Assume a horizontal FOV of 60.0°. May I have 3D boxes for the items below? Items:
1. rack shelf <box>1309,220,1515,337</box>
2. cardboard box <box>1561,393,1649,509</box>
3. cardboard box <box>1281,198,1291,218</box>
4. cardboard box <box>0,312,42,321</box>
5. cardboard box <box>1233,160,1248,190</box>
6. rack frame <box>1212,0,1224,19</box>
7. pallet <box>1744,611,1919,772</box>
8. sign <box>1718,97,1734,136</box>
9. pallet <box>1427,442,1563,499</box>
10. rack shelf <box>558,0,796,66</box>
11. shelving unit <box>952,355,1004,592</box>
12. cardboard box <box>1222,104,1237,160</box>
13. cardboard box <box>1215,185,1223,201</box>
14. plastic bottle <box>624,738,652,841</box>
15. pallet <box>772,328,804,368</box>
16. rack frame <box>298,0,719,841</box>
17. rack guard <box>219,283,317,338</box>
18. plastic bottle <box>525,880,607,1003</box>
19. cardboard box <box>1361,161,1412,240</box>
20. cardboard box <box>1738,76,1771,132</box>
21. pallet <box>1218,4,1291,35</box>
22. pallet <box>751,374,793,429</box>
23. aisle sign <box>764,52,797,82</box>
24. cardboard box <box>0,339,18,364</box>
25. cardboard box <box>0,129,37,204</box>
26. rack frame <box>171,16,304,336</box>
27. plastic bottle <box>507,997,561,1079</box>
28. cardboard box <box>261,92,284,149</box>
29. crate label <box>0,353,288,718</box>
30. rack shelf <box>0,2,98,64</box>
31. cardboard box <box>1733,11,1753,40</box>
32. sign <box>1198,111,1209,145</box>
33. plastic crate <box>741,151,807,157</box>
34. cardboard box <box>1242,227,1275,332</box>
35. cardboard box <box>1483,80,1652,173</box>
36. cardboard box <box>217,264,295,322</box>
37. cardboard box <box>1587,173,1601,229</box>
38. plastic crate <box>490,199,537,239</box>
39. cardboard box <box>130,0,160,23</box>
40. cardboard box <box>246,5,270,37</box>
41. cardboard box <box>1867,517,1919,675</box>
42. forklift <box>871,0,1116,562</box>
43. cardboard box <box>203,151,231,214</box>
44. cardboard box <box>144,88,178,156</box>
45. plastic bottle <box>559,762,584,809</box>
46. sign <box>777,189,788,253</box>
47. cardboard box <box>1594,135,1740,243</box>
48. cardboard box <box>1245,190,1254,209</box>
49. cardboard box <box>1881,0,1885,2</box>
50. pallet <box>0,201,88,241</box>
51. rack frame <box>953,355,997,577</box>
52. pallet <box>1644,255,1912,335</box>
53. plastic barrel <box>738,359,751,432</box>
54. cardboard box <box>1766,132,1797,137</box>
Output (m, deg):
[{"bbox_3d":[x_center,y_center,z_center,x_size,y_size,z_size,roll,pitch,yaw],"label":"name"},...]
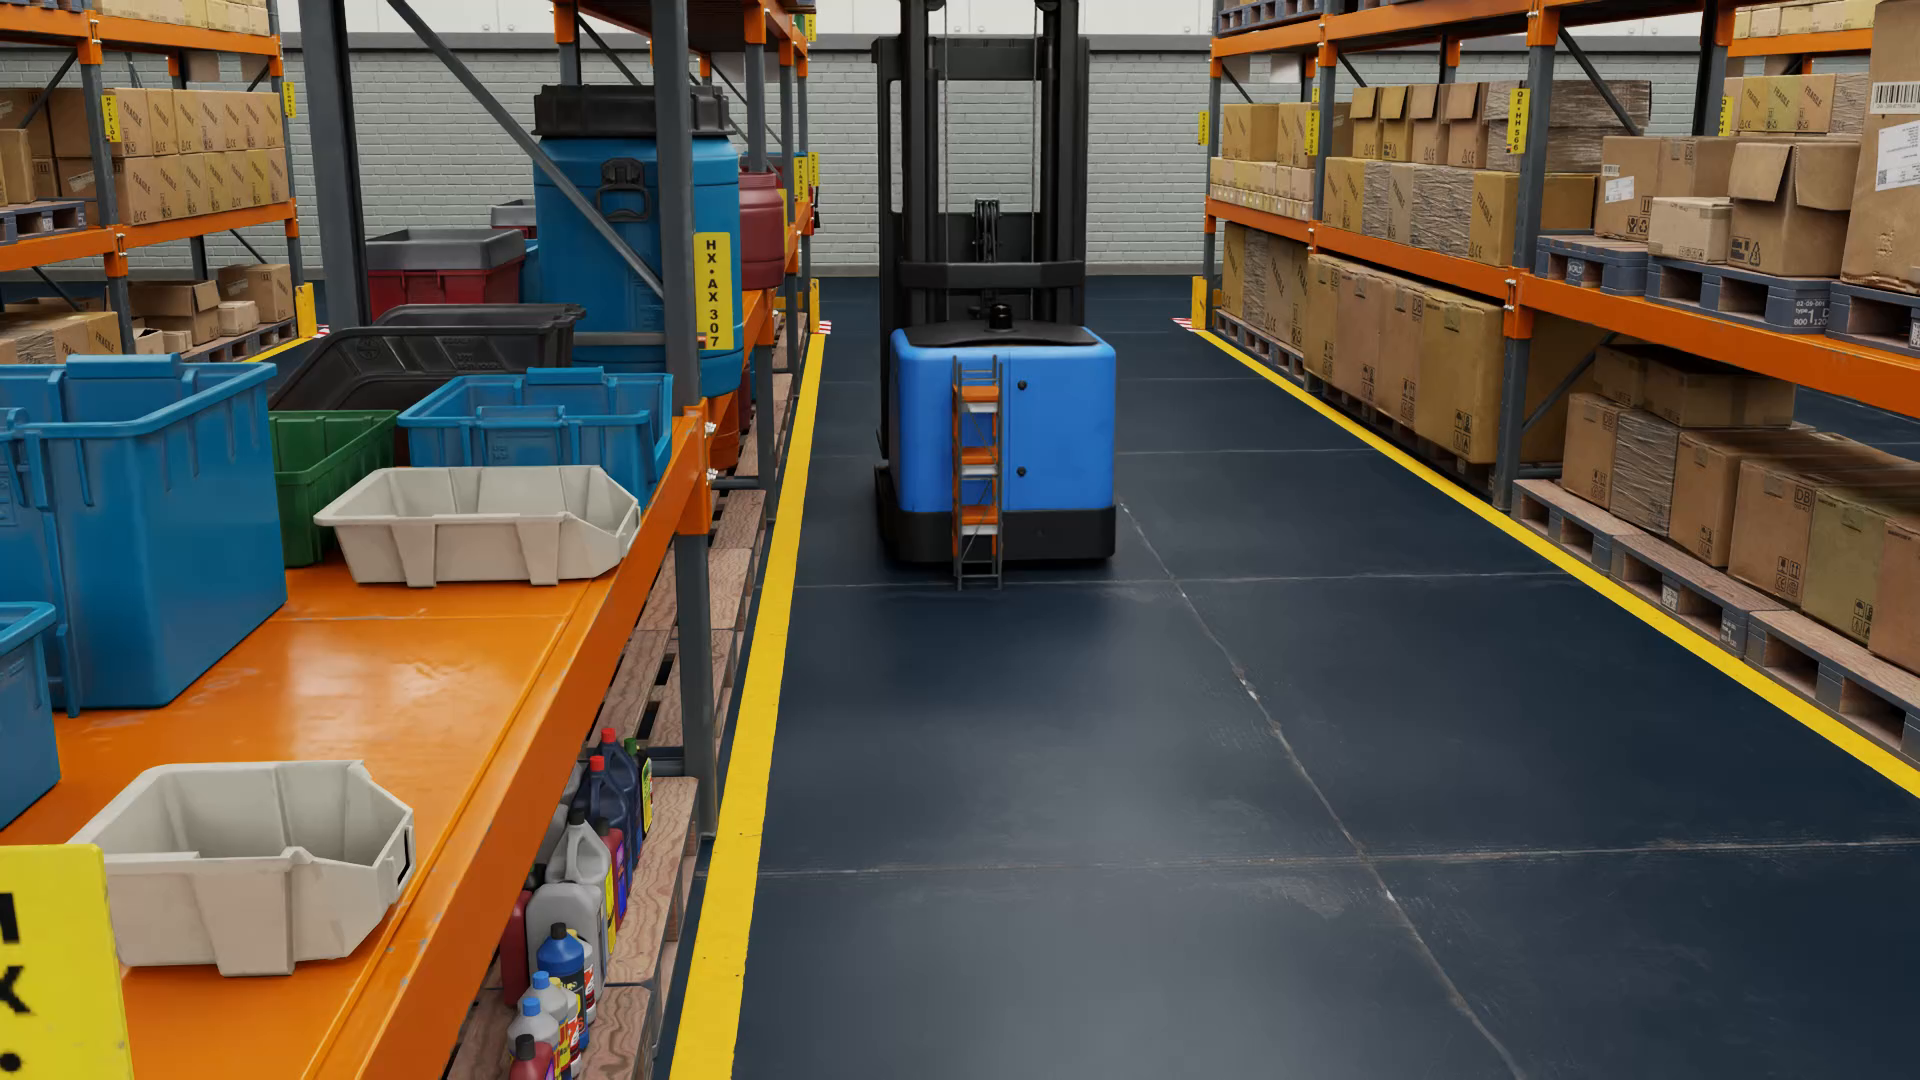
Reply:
[{"bbox_3d":[3.333,-1.776,10.853,1.077,0.370,4.000,-1,14,-3],"label":"rack shelf"},{"bbox_3d":[3.518,-0.463,8.441,0.700,0.500,0.500,-2,15,-6],"label":"cardboard box"},{"bbox_3d":[2.831,-2.699,13.500,0.380,0.149,0.250,-1,14,-4],"label":"cardboard box"},{"bbox_3d":[-6.892,-1.348,11.881,0.500,0.500,0.500,-2,15,-6],"label":"cardboard box"},{"bbox_3d":[2.787,-3.310,15.077,0.500,0.250,0.500,-1,14,-5],"label":"cardboard box"},{"bbox_3d":[2.961,-6.522,15.816,1.000,3.000,0.127,-1,14,-3],"label":"rack frame"},{"bbox_3d":[3.655,0.525,6.064,1.003,0.211,1.213,-1,14,-3],"label":"pallet"},{"bbox_3d":[3.998,-2.160,8.738,0.100,0.325,0.005,-1,14,-3],"label":"sign"},{"bbox_3d":[3.483,-0.474,9.945,1.003,0.211,1.213,-1,14,-3],"label":"pallet"},{"bbox_3d":[-1.611,-3.152,10.182,1.077,0.370,4.000,-1,14,-3],"label":"rack shelf"},{"bbox_3d":[0.079,-0.305,7.606,0.215,1.050,0.252,-1,14,-5],"label":"shelving unit"},{"bbox_3d":[2.752,-3.803,15.488,0.500,0.500,0.500,-1,14,-5],"label":"cardboard box"},{"bbox_3d":[2.671,-3.338,15.984,0.380,0.149,0.250,-1,14,-4],"label":"cardboard box"},{"bbox_3d":[-0.880,0.661,4.505,0.061,0.283,0.133,0,14,-1],"label":"plastic bottle"},{"bbox_3d":[-1.898,-1.681,14.638,1.003,0.211,1.213,-1,14,-3],"label":"pallet"},{"bbox_3d":[-1.239,-0.556,4.667,1.000,3.000,0.127,-1,14,-3],"label":"rack frame"},{"bbox_3d":[-6.922,-2.235,16.211,1.175,0.500,0.348,-1,14,-3],"label":"rack guard"},{"bbox_3d":[-0.874,0.874,3.691,0.152,0.276,0.135,-1,14,-2],"label":"plastic bottle"},{"bbox_3d":[3.050,-2.303,11.255,0.500,0.500,0.500,-1,14,-5],"label":"cardboard box"},{"bbox_3d":[7.718,-4.104,15.652,0.500,0.500,0.500,0,14,-2],"label":"cardboard box"},{"bbox_3d":[3.017,-4.842,15.484,1.003,0.211,1.213,-1,14,-3],"label":"pallet"},{"bbox_3d":[-1.729,-1.002,11.999,1.003,0.211,1.213,-1,14,-3],"label":"pallet"},{"bbox_3d":[-1.695,-4.822,16.029,0.394,0.787,0.004,-1,14,-3],"label":"aisle sign"},{"bbox_3d":[-6.276,-0.980,10.449,0.500,0.500,0.500,-1,14,-5],"label":"cardboard box"},{"bbox_3d":[-6.873,-2.600,11.570,0.700,0.500,0.500,-6,16,-22],"label":"cardboard box"},{"bbox_3d":[-6.927,-3.465,15.973,1.000,3.000,0.127,-1,14,-3],"label":"rack frame"},{"bbox_3d":[-0.814,1.006,3.188,0.097,0.271,0.097,0,14,0],"label":"plastic bottle"},{"bbox_3d":[-6.625,-3.891,15.422,0.500,0.500,0.500,-1,14,-4],"label":"cardboard box"},{"bbox_3d":[-1.375,-0.032,2.559,0.502,0.435,0.616,-1,14,-3],"label":"crate label"},{"bbox_3d":[-6.555,-3.077,9.889,1.077,0.370,4.000,-1,14,-3],"label":"rack shelf"},{"bbox_3d":[7.690,-4.933,15.959,0.500,0.250,0.500,0,14,-1],"label":"cardboard box"},{"bbox_3d":[2.407,-4.067,16.418,0.100,0.325,0.005,-1,14,-3],"label":"sign"},{"bbox_3d":[-1.775,-3.506,15.942,0.616,0.435,0.499,-1,14,-3],"label":"plastic crate"},{"bbox_3d":[3.137,-2.407,15.282,0.875,0.875,0.875,-1,14,-3],"label":"cardboard box"},{"bbox_3d":[3.427,-2.343,9.401,0.797,0.503,0.637,0,14,-2],"label":"cardboard box"},{"bbox_3d":[-6.647,-2.336,15.718,0.500,0.500,0.500,-1,14,-3],"label":"cardboard box"},{"bbox_3d":[3.698,-1.801,9.304,0.500,0.500,0.500,0,14,-2],"label":"cardboard box"},{"bbox_3d":[-1.692,-1.175,6.945,0.402,0.464,0.583,-1,14,-3],"label":"plastic crate"},{"bbox_3d":[-6.489,-4.099,12.720,0.500,0.250,0.500,-1,14,-3],"label":"cardboard box"},{"bbox_3d":[-6.632,-4.721,15.137,0.500,0.250,0.500,-1,14,-3],"label":"cardboard box"},{"bbox_3d":[3.688,0.212,5.816,0.700,0.500,0.500,-2,15,-8],"label":"cardboard box"},{"bbox_3d":[0.095,-1.629,8.975,1.130,2.935,3.031,-1,14,-5],"label":"forklift"},{"bbox_3d":[-6.535,-3.028,14.073,0.500,0.500,0.500,-1,14,-4],"label":"cardboard box"},{"bbox_3d":[-6.460,-3.252,12.940,0.500,0.500,0.500,-1,14,-5],"label":"cardboard box"},{"bbox_3d":[-1.055,0.672,4.328,0.144,0.351,0.185,-1,14,-3],"label":"plastic bottle"},{"bbox_3d":[-0.938,-1.640,8.553,0.100,0.325,0.005,-1,14,-3],"label":"sign"},{"bbox_3d":[3.530,-1.745,8.246,0.500,0.500,0.500,-3,15,-10],"label":"cardboard box"},{"bbox_3d":[2.750,-3.019,14.745,0.380,0.149,0.250,-1,14,-5],"label":"cardboard box"},{"bbox_3d":[7.846,-4.296,13.483,0.500,0.250,0.500,-1,14,-4],"label":"cardboard box"},{"bbox_3d":[-6.738,-2.177,11.351,1.003,0.211,1.213,-1,14,-3],"label":"pallet"},{"bbox_3d":[0.068,-0.336,7.724,0.200,1.050,0.008,-1,14,-5],"label":"rack frame"},{"bbox_3d":[3.620,-1.043,6.944,1.003,0.211,1.213,-1,14,-3],"label":"pallet"},{"bbox_3d":[-1.604,-0.988,10.345,0.600,0.588,0.708,-1,14,-3],"label":"plastic barrel"},{"bbox_3d":[7.746,-3.490,15.273,0.500,0.500,0.500,-1,14,-3],"label":"cardboard box"}]
